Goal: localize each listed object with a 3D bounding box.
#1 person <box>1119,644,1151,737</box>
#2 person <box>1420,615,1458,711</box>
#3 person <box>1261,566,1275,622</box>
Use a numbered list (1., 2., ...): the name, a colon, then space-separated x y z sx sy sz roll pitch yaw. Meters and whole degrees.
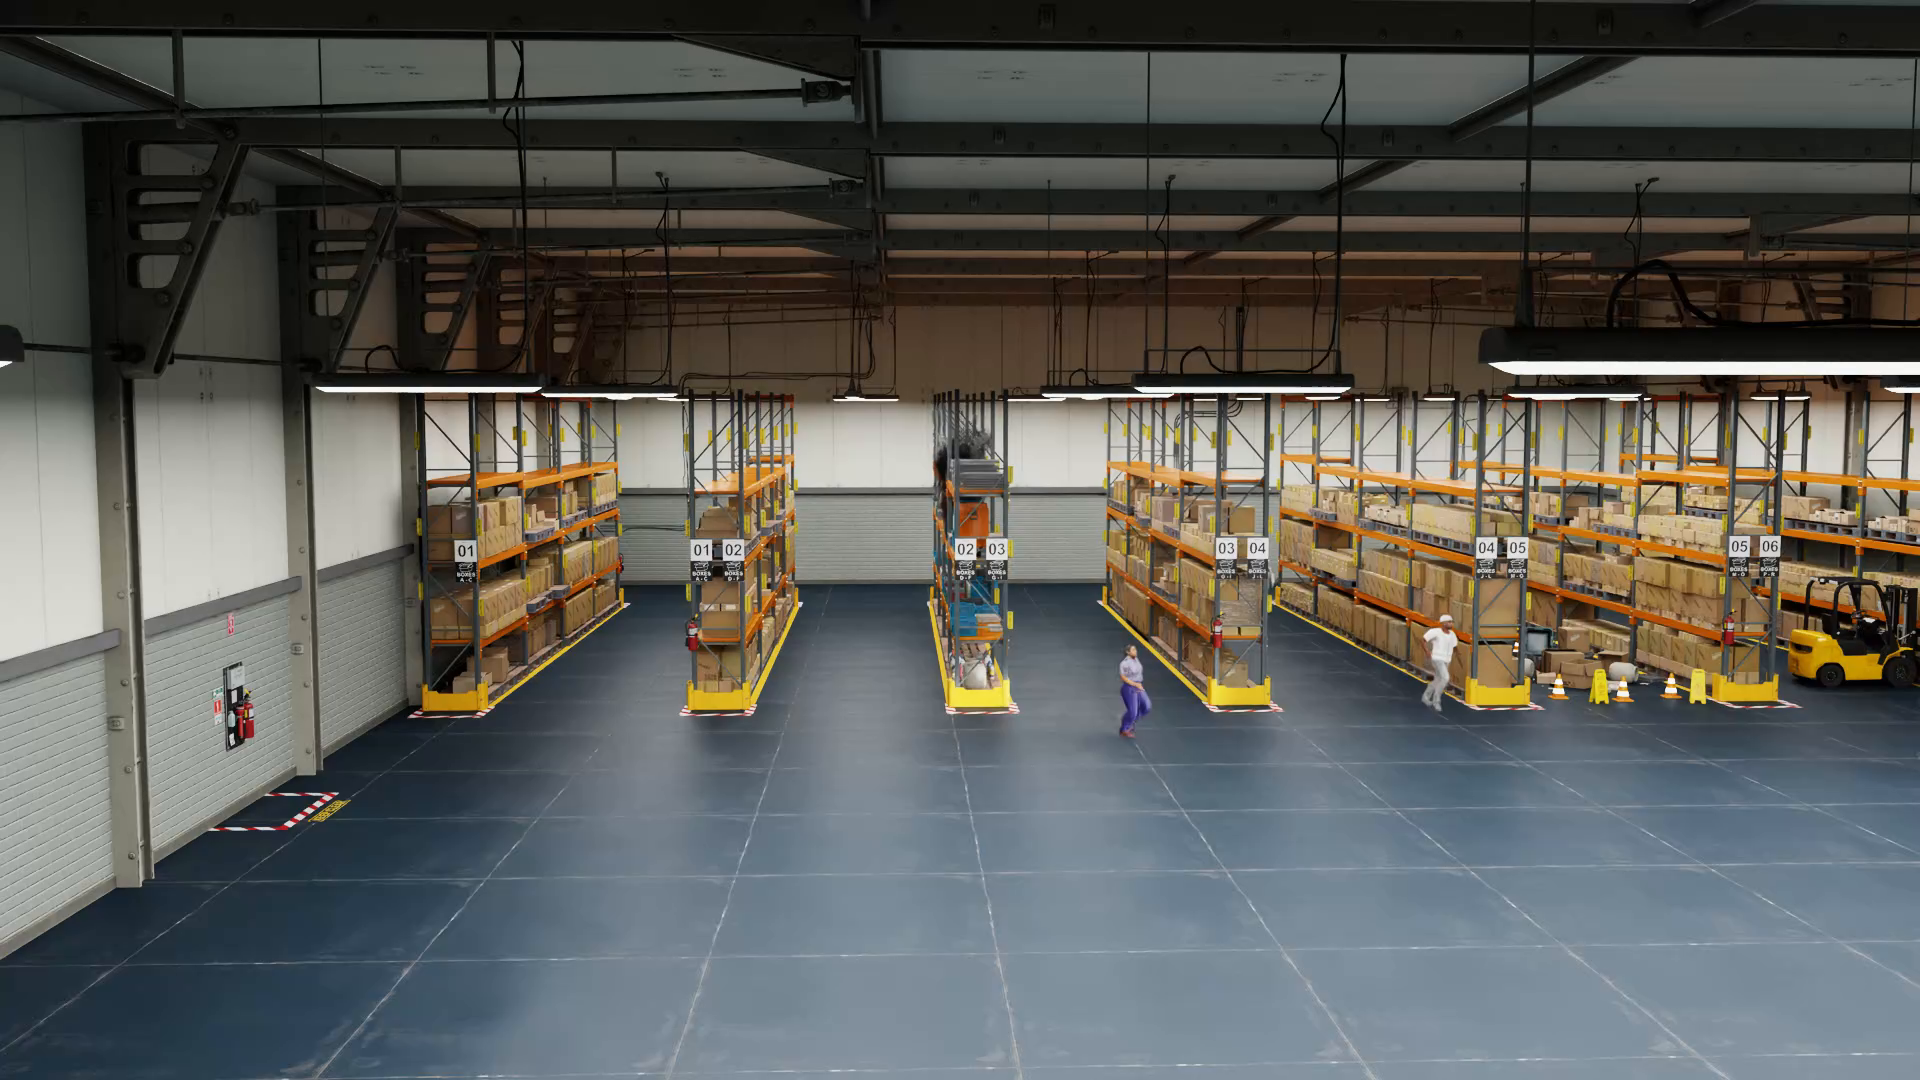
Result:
1. person: 8.285 2.239 32.965 4.207 1.612 13.787 3 6 35
2. person: 9.097 2.306 31.400 0.691 1.796 0.696 -3 6 -34
3. person: -0.983 0.473 43.551 18.676 3.424 1.010 0 5 -3
